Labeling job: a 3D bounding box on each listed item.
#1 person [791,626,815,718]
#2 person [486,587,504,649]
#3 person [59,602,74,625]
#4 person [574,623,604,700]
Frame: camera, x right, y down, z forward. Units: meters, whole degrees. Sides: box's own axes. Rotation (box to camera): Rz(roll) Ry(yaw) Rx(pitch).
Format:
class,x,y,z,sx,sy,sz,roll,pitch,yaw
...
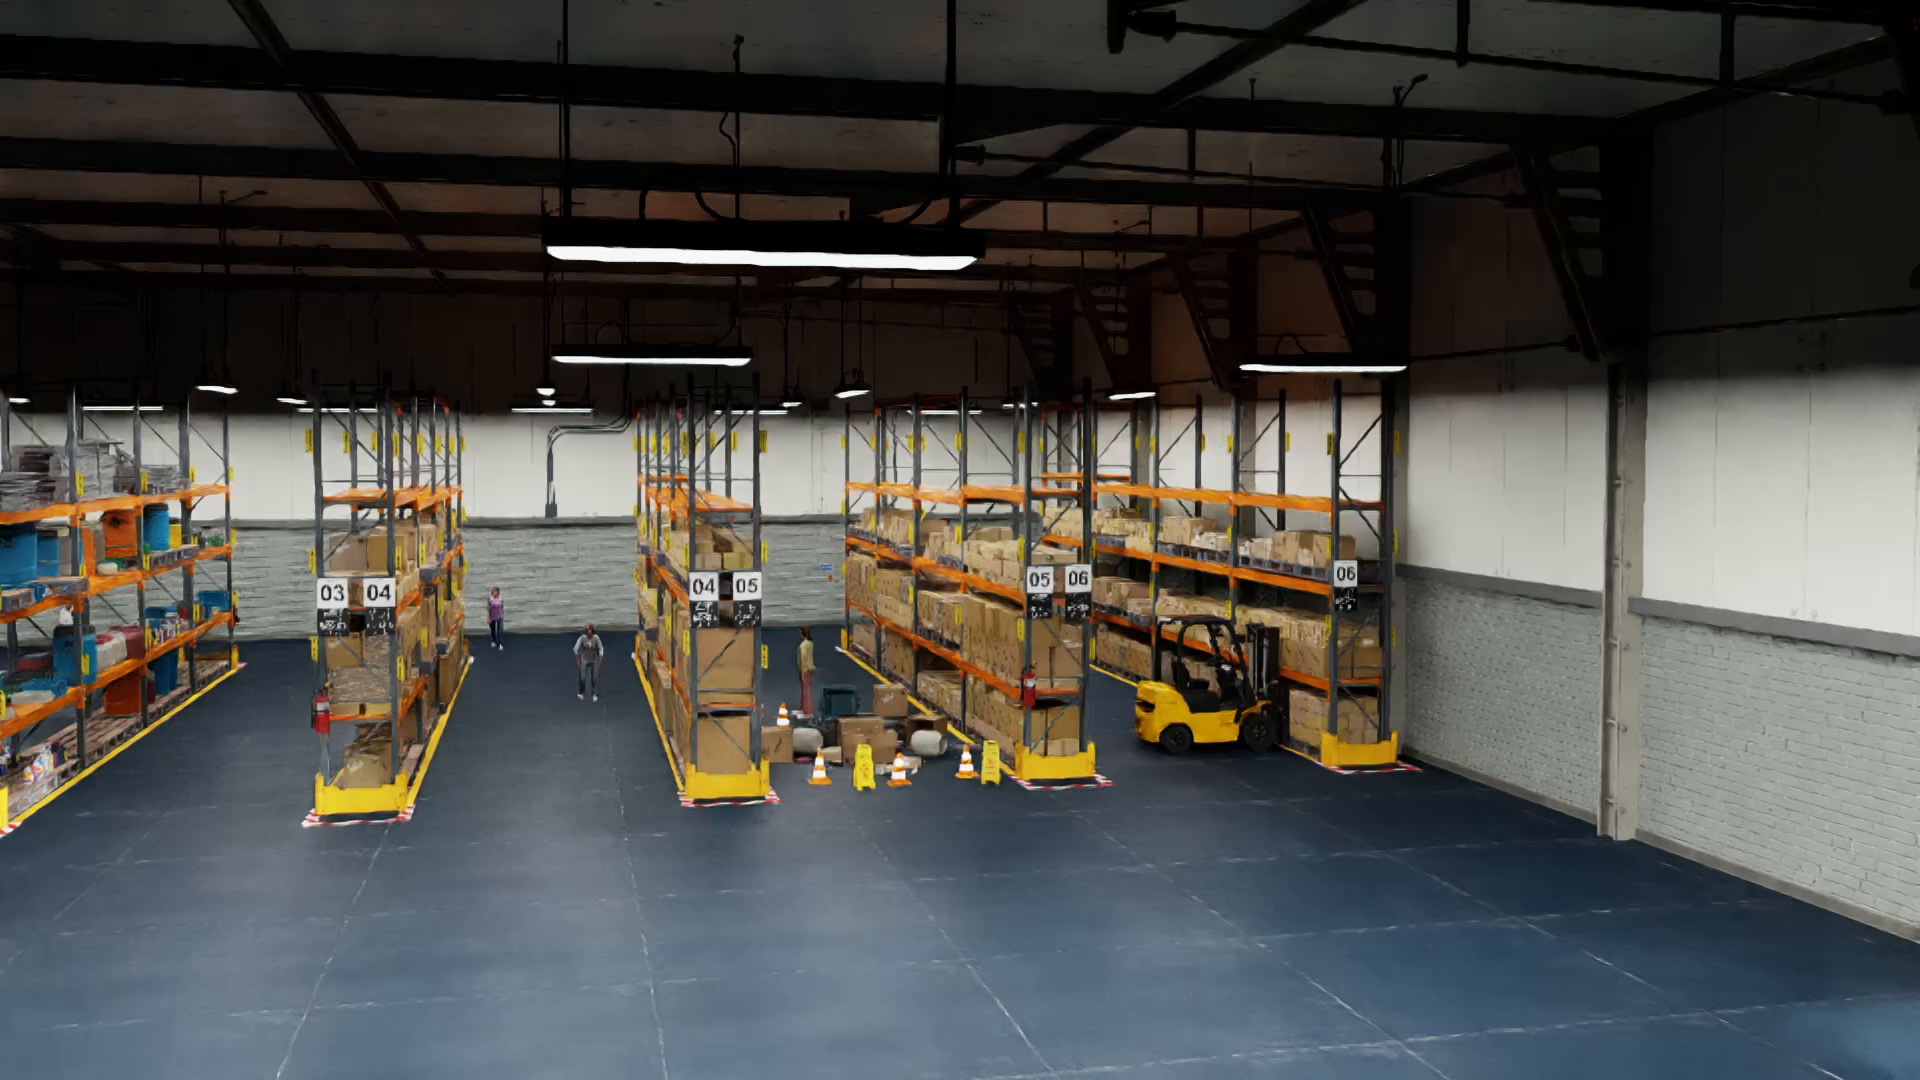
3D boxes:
class,x,y,z,sx,sy,sz,roll,pitch,yaw
person,-2.869,2.399,30.374,0.477,1.675,0.493,1,3,16
person,-11.326,1.893,40.540,0.419,1.500,1.037,-1,3,-15
person,-19.782,2.061,37.022,0.493,1.600,0.991,-1,3,-14
person,-7.229,2.369,32.383,0.566,1.541,0.519,-1,3,-16
